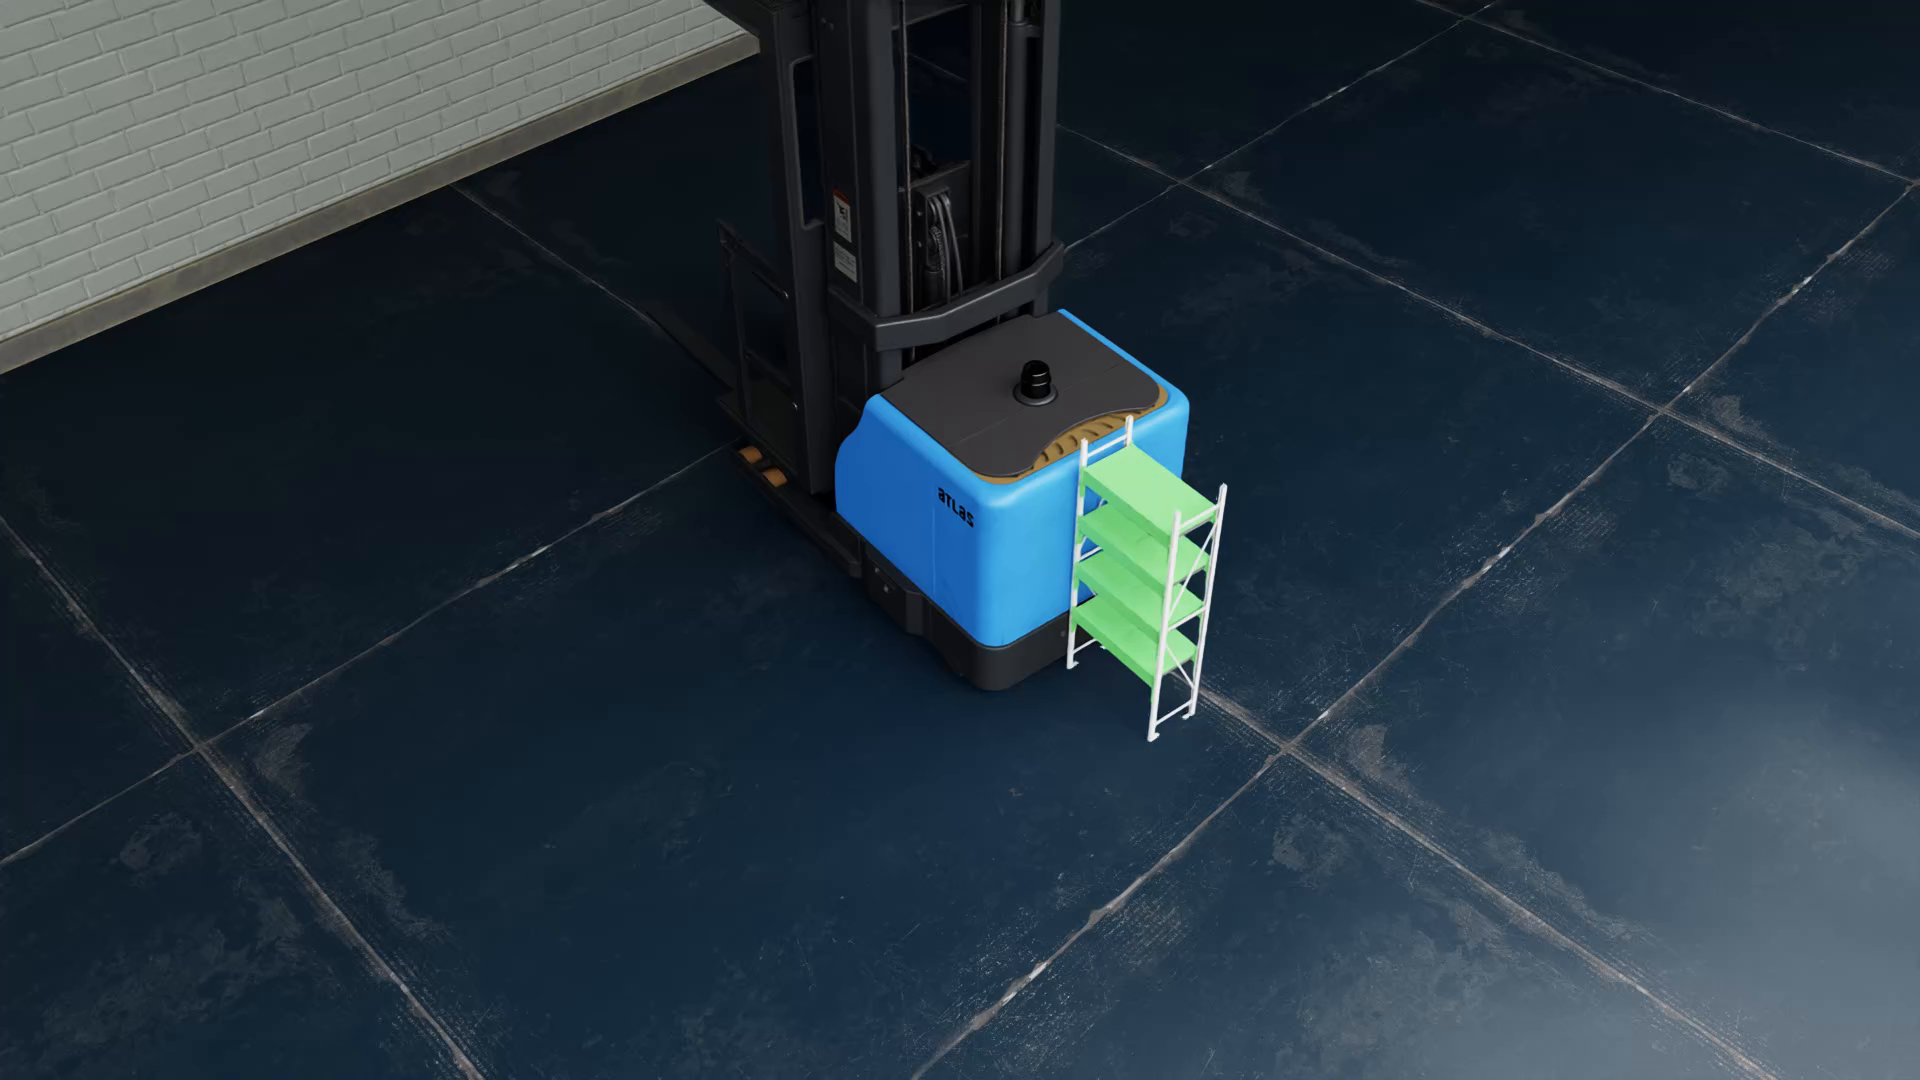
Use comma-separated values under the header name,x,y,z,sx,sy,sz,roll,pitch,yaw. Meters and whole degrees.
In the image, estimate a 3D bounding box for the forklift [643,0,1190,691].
name,x,y,z,sx,sy,sz,roll,pitch,yaw
forklift,-0.396,-1.424,6.749,1.130,2.935,3.031,-28,49,-27

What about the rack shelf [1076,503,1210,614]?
name,x,y,z,sx,sy,sz,roll,pitch,yaw
rack shelf,0.684,0.038,6.183,0.258,0.148,0.480,-28,49,-27

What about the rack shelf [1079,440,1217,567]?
name,x,y,z,sx,sy,sz,roll,pitch,yaw
rack shelf,0.684,-0.139,6.020,0.258,0.148,0.480,-28,49,-27

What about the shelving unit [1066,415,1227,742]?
name,x,y,z,sx,sy,sz,roll,pitch,yaw
shelving unit,0.684,0.167,6.303,0.258,1.200,0.503,-28,49,-27

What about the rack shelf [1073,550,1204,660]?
name,x,y,z,sx,sy,sz,roll,pitch,yaw
rack shelf,0.684,0.214,6.346,0.258,0.148,0.480,-28,49,-27

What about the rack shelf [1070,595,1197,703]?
name,x,y,z,sx,sy,sz,roll,pitch,yaw
rack shelf,0.684,0.390,6.509,0.258,0.148,0.480,-28,49,-27

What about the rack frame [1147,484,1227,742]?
name,x,y,z,sx,sy,sz,roll,pitch,yaw
rack frame,0.833,0.298,6.161,0.240,1.200,0.015,-28,49,-27

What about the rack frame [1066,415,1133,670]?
name,x,y,z,sx,sy,sz,roll,pitch,yaw
rack frame,0.535,0.036,6.444,0.240,1.200,0.015,-28,49,-27
